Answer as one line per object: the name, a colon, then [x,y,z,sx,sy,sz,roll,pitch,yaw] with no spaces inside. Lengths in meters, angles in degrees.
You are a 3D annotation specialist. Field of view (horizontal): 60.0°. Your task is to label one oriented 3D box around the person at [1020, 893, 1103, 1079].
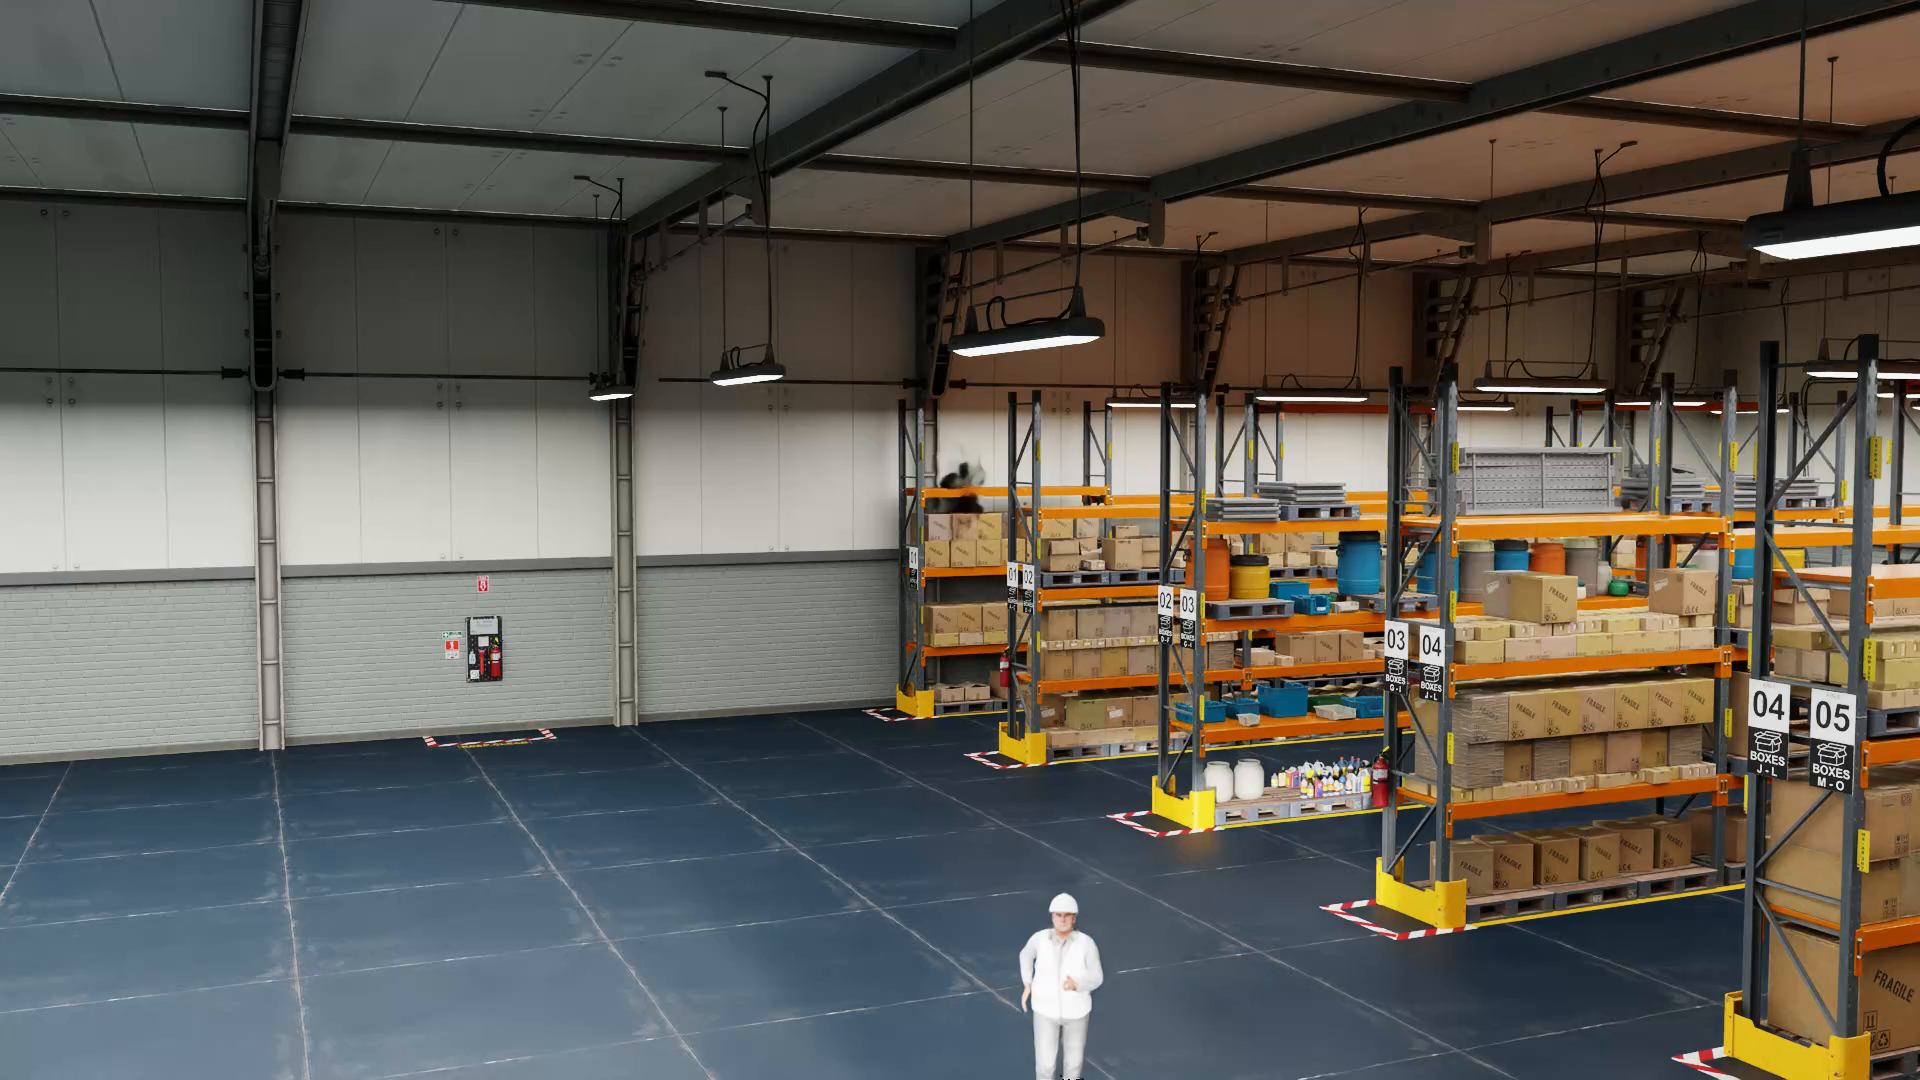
person: [0.755,3.554,12.431,0.624,1.831,0.752,0,3,3]
